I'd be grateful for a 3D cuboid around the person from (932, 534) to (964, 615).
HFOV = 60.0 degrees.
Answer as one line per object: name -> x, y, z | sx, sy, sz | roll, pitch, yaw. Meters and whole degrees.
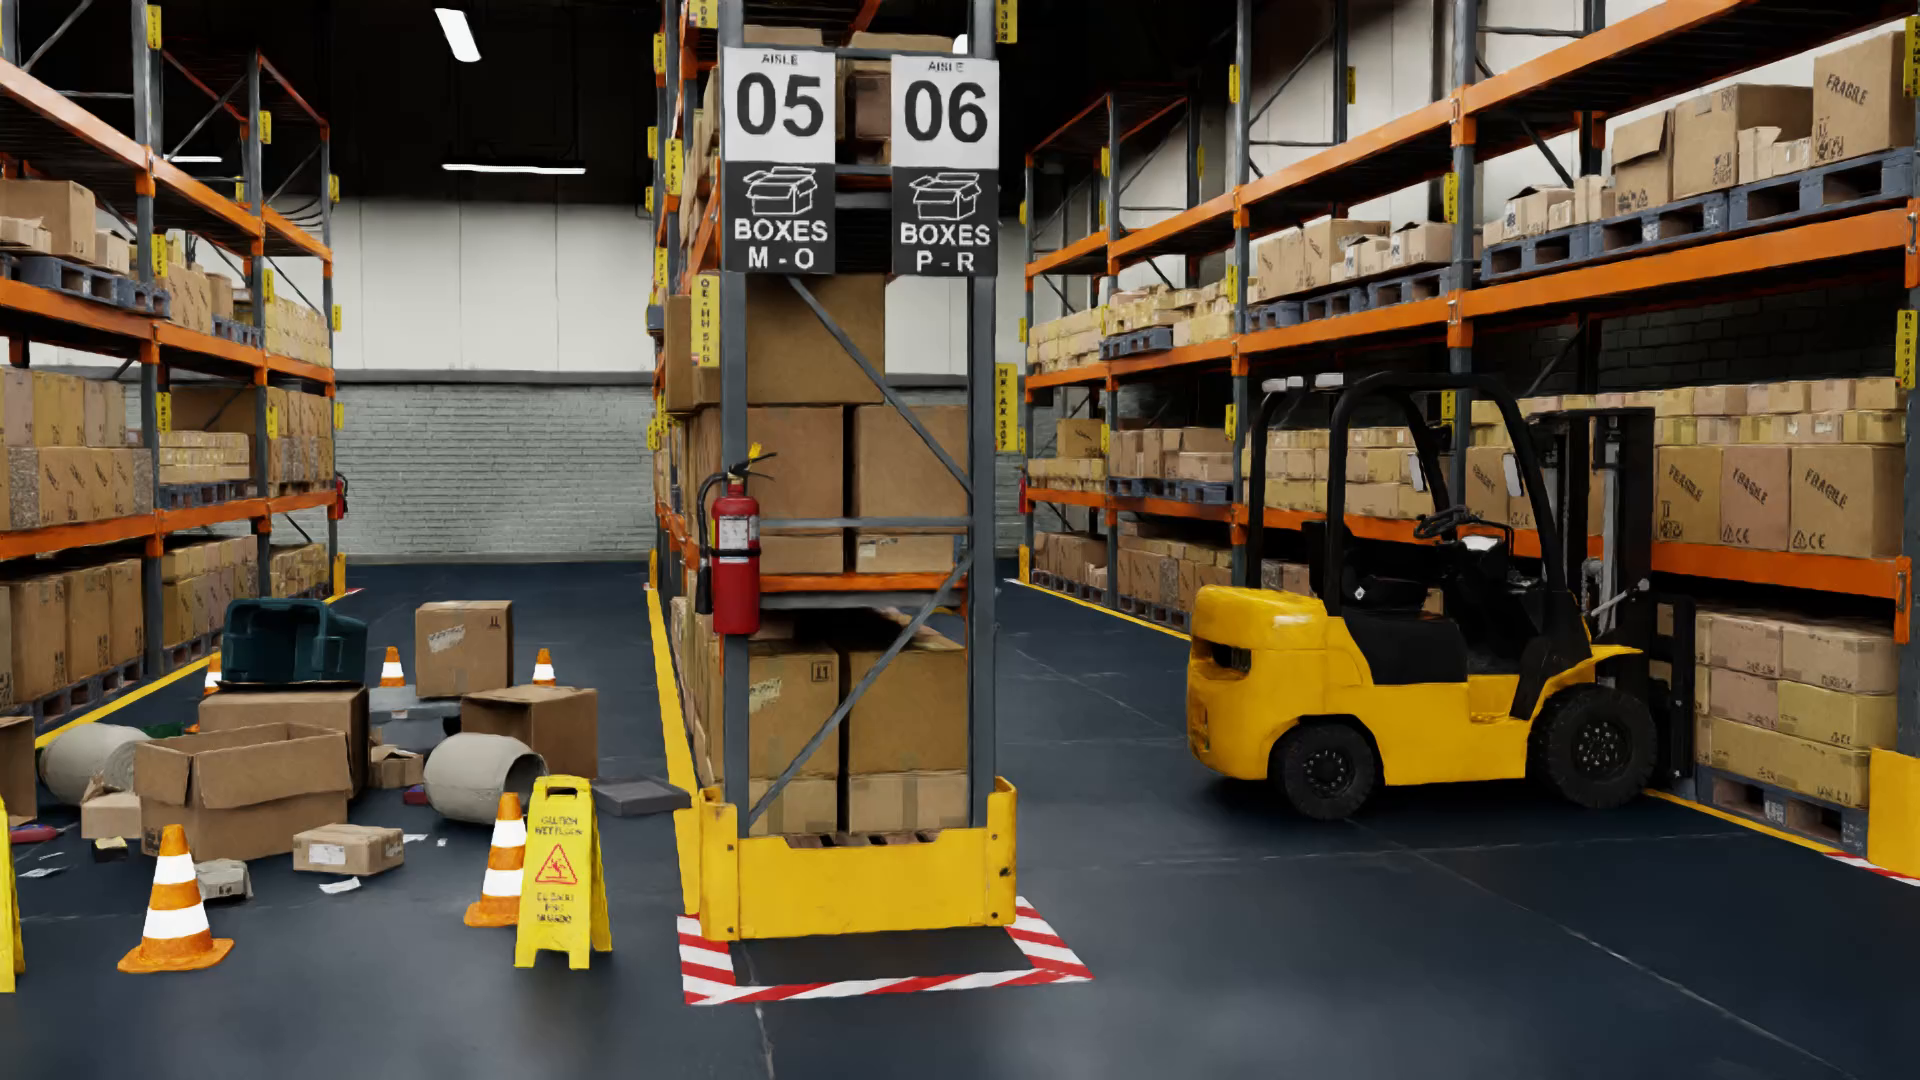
person -> -0.046, -0.059, 18.302 | 0.622, 1.738, 0.622 | 0, 3, -7
